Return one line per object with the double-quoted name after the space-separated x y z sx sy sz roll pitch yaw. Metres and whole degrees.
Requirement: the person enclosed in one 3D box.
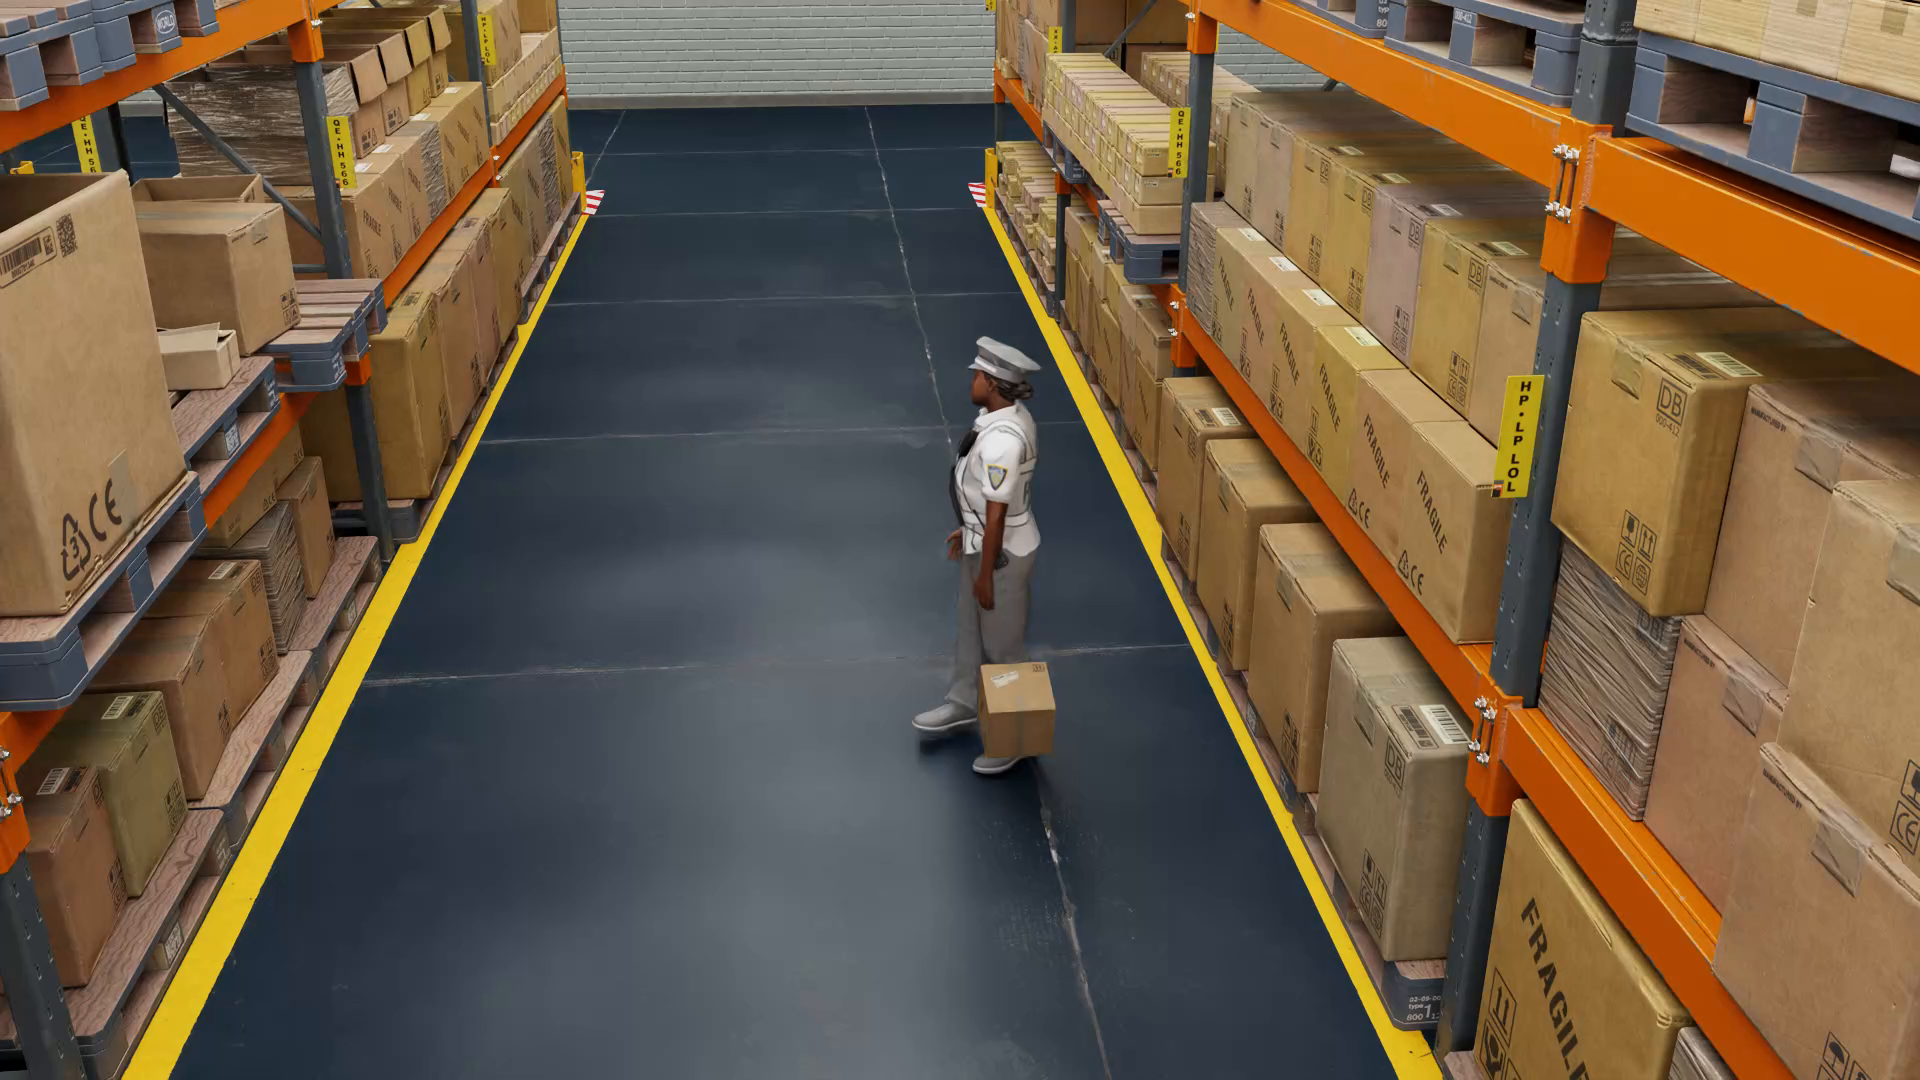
0.060 0.056 6.397 0.499 1.690 0.487 -1 24 -2 "person"
